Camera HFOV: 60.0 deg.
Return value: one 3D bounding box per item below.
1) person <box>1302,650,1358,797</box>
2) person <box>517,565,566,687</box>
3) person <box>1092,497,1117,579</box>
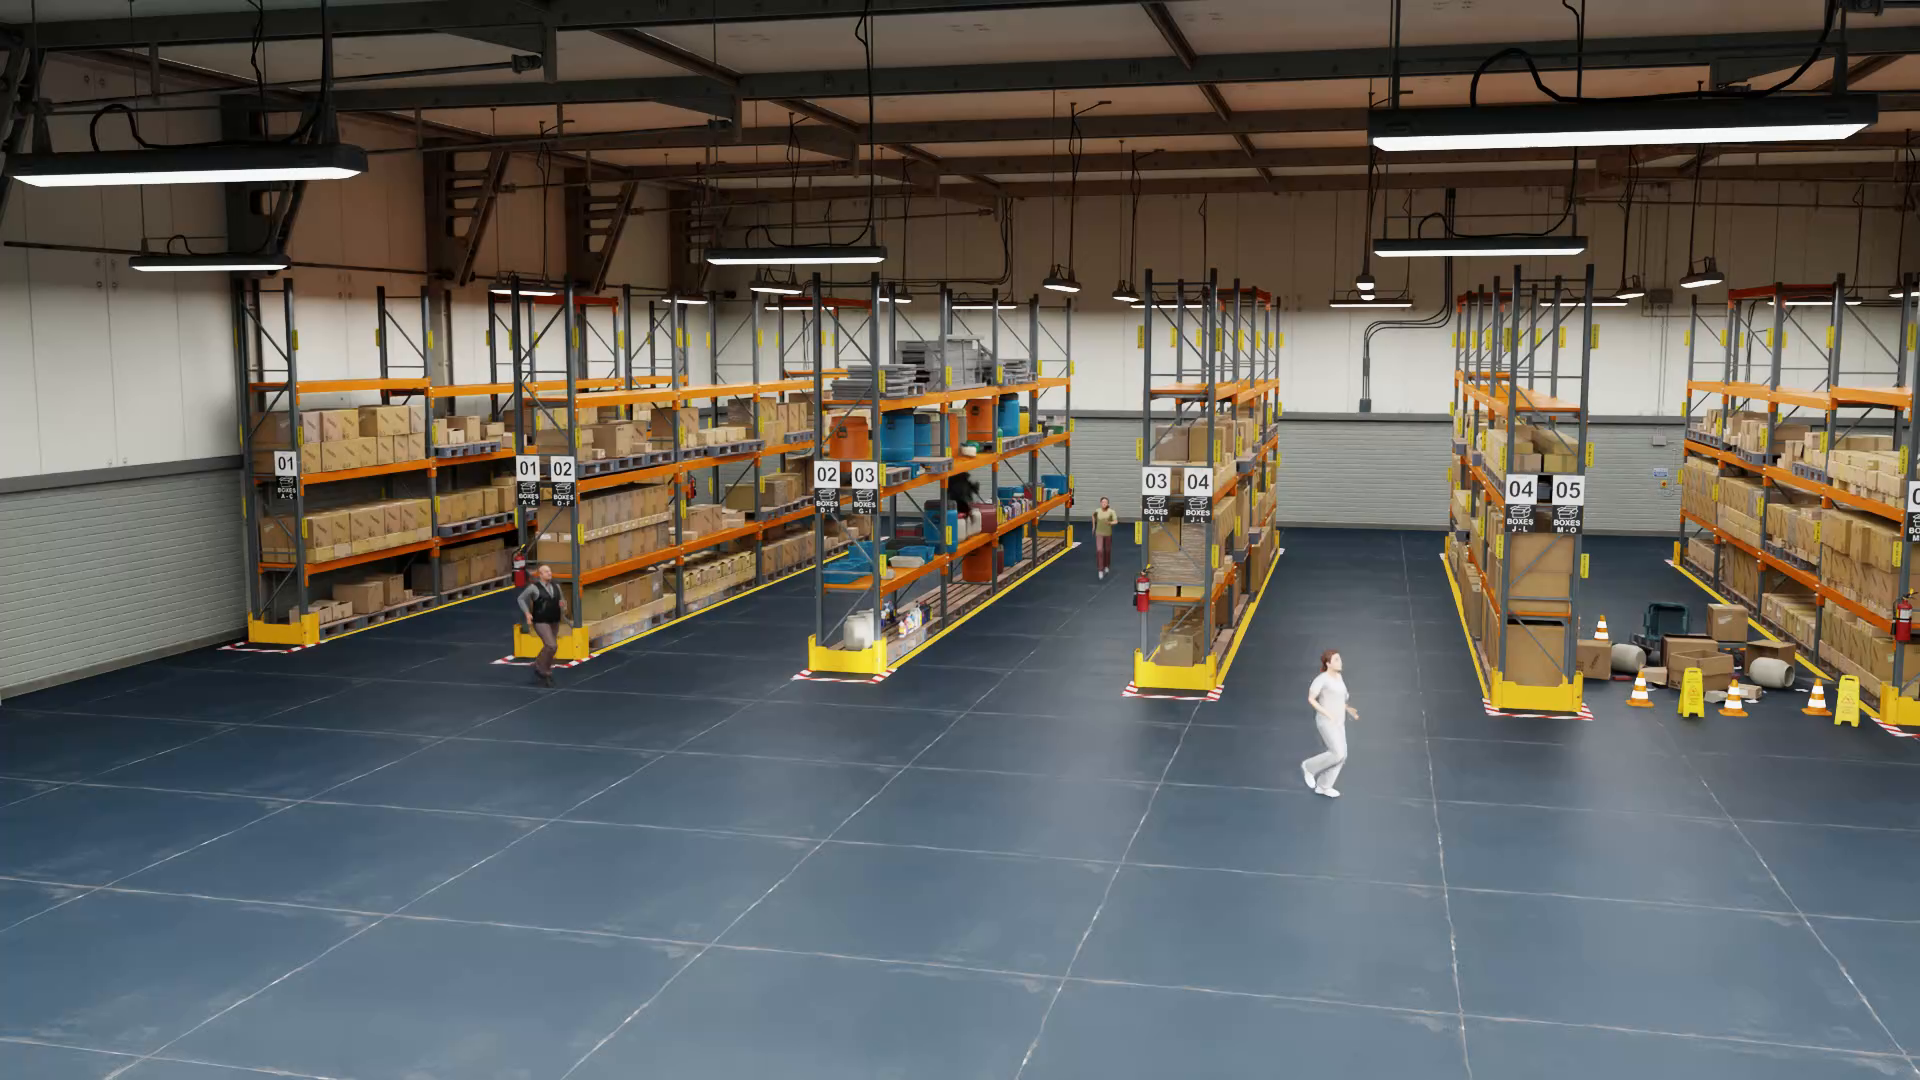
[{"bbox_3d":[4.072,2.007,18.308,0.554,1.623,0.546,6,9,43],"label":"person"},{"bbox_3d":[-6.031,1.252,24.259,0.747,1.773,0.624,5,8,34],"label":"person"},{"bbox_3d":[3.077,-0.075,35.371,0.547,1.715,0.843,1,7,7],"label":"person"}]
